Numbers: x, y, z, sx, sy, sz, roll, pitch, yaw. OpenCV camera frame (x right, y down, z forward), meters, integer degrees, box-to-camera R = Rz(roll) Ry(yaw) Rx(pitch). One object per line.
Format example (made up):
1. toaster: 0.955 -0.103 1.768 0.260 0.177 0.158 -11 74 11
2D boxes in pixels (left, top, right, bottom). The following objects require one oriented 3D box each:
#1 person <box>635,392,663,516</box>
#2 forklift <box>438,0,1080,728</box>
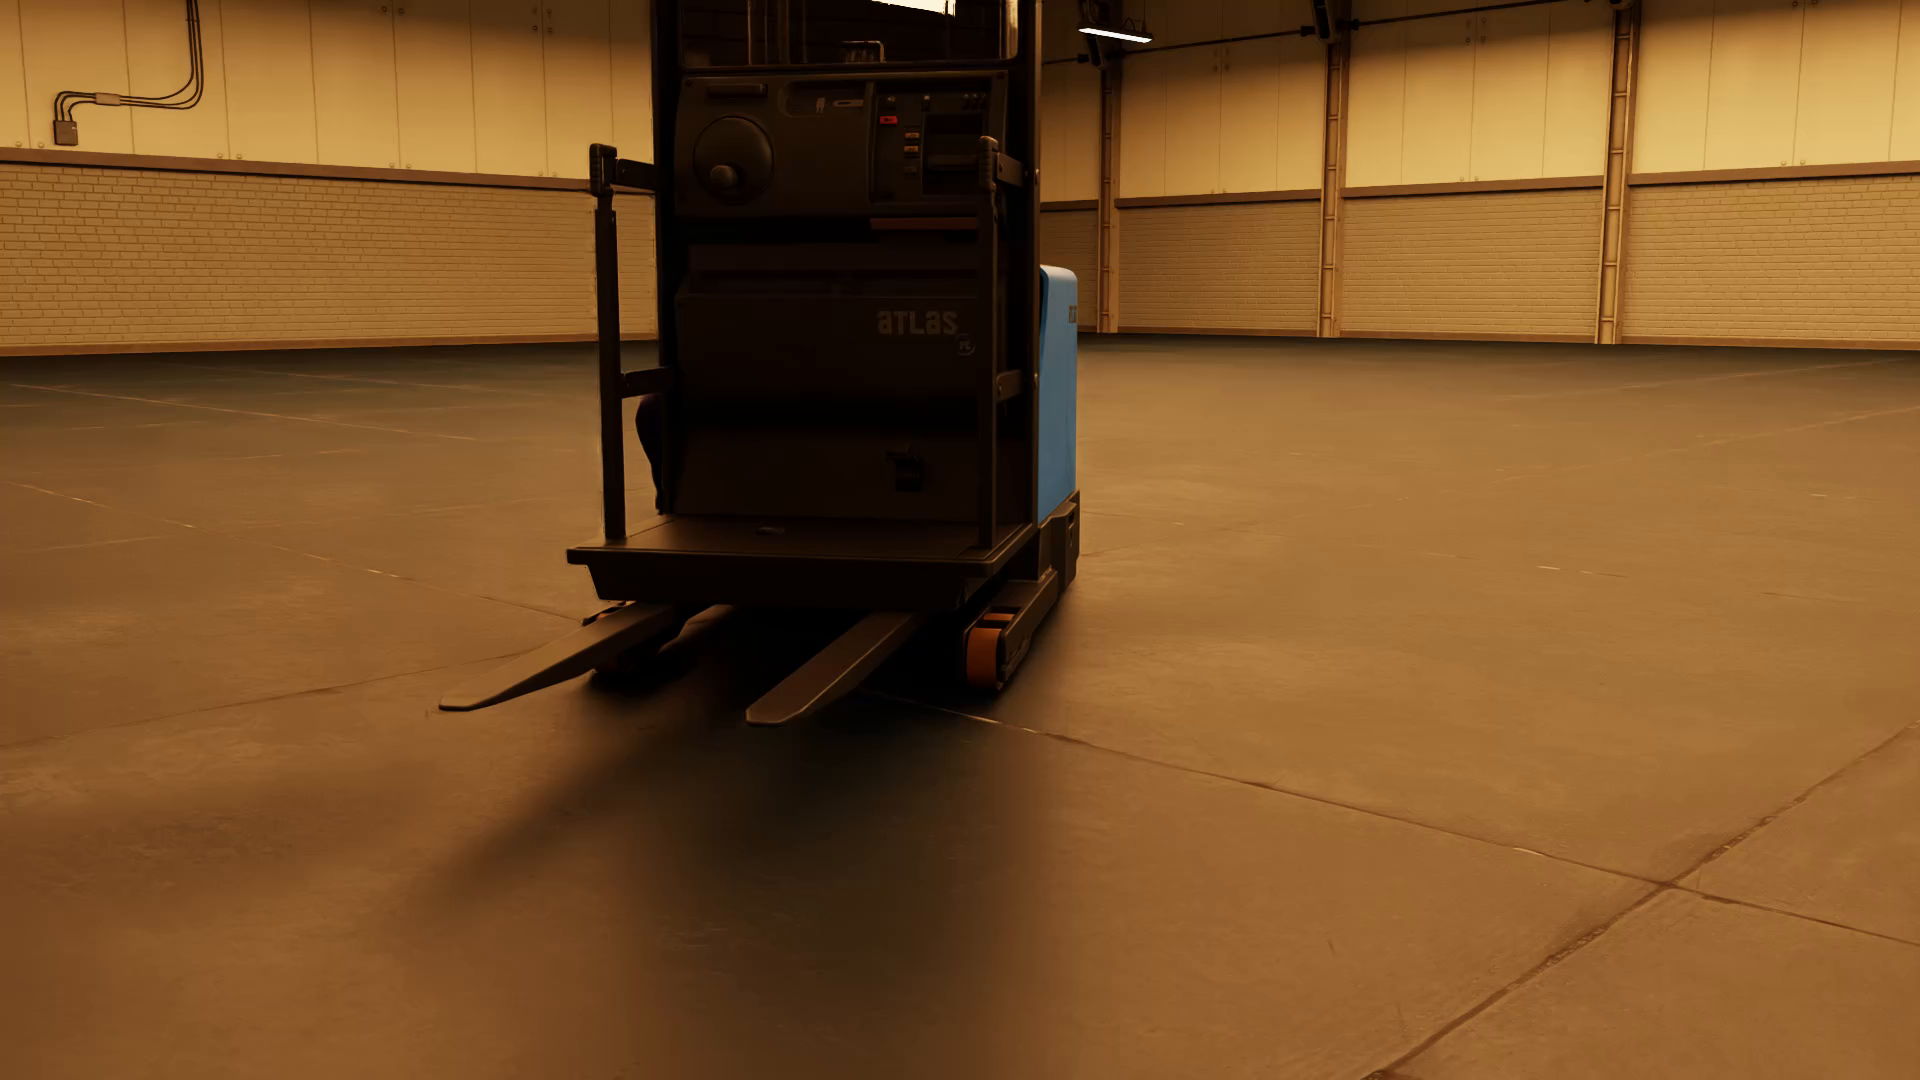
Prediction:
1. person: -0.782 -0.650 6.537 0.950 1.362 0.842 -3 9 -22
2. forklift: -0.368 -1.126 4.352 1.130 2.935 3.031 2 9 11
